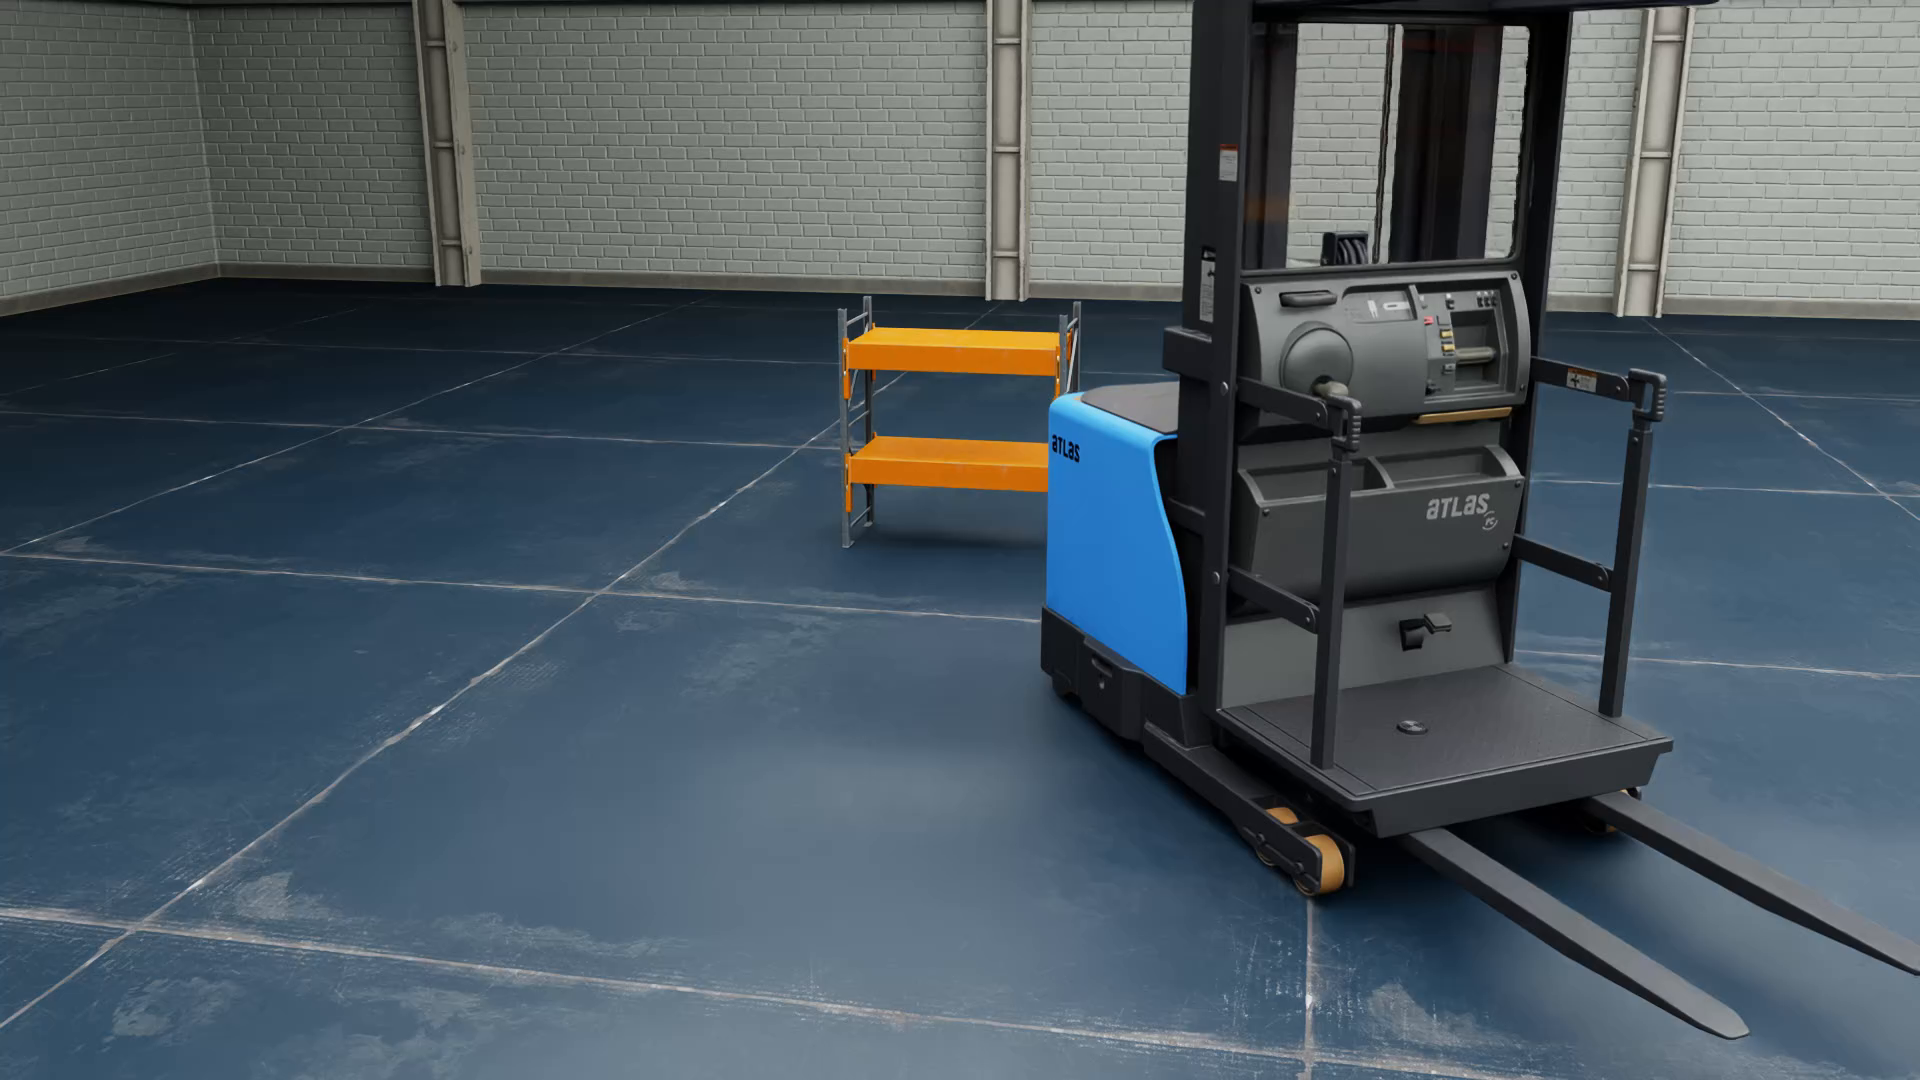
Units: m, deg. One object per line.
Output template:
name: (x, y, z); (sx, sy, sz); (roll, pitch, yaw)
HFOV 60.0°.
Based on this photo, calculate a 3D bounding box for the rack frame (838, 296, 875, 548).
rack frame: (-0.492, -0.569, 7.938); (0.032, 1.125, 0.500); (3, 16, 11)

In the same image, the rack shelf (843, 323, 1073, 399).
rack shelf: (0.007, -0.824, 7.762); (1.000, 0.278, 0.538); (3, 16, 11)

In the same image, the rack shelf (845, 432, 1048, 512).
rack shelf: (0.007, -0.306, 7.906); (1.000, 0.278, 0.538); (3, 16, 11)

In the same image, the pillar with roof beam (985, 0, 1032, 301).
pillar with roof beam: (-0.381, -5.647, 11.520); (0.400, 9.000, 9.100); (3, 16, 11)

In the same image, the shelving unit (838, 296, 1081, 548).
shelving unit: (0.007, -0.542, 7.841); (1.048, 1.125, 0.538); (3, 16, 11)

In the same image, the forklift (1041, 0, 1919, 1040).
forklift: (1.323, -0.575, 4.577); (1.130, 2.935, 3.031); (-6, 17, -22)

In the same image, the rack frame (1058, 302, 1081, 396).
rack frame: (0.505, -0.515, 7.743); (0.032, 1.125, 0.500); (3, 16, 11)

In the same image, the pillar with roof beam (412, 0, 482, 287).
pillar with roof beam: (-6.261, -5.966, 12.673); (0.400, 9.000, 9.100); (3, 16, 11)

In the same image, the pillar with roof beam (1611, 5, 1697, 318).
pillar with roof beam: (5.498, -5.328, 10.368); (0.400, 9.000, 9.100); (3, 16, 11)
